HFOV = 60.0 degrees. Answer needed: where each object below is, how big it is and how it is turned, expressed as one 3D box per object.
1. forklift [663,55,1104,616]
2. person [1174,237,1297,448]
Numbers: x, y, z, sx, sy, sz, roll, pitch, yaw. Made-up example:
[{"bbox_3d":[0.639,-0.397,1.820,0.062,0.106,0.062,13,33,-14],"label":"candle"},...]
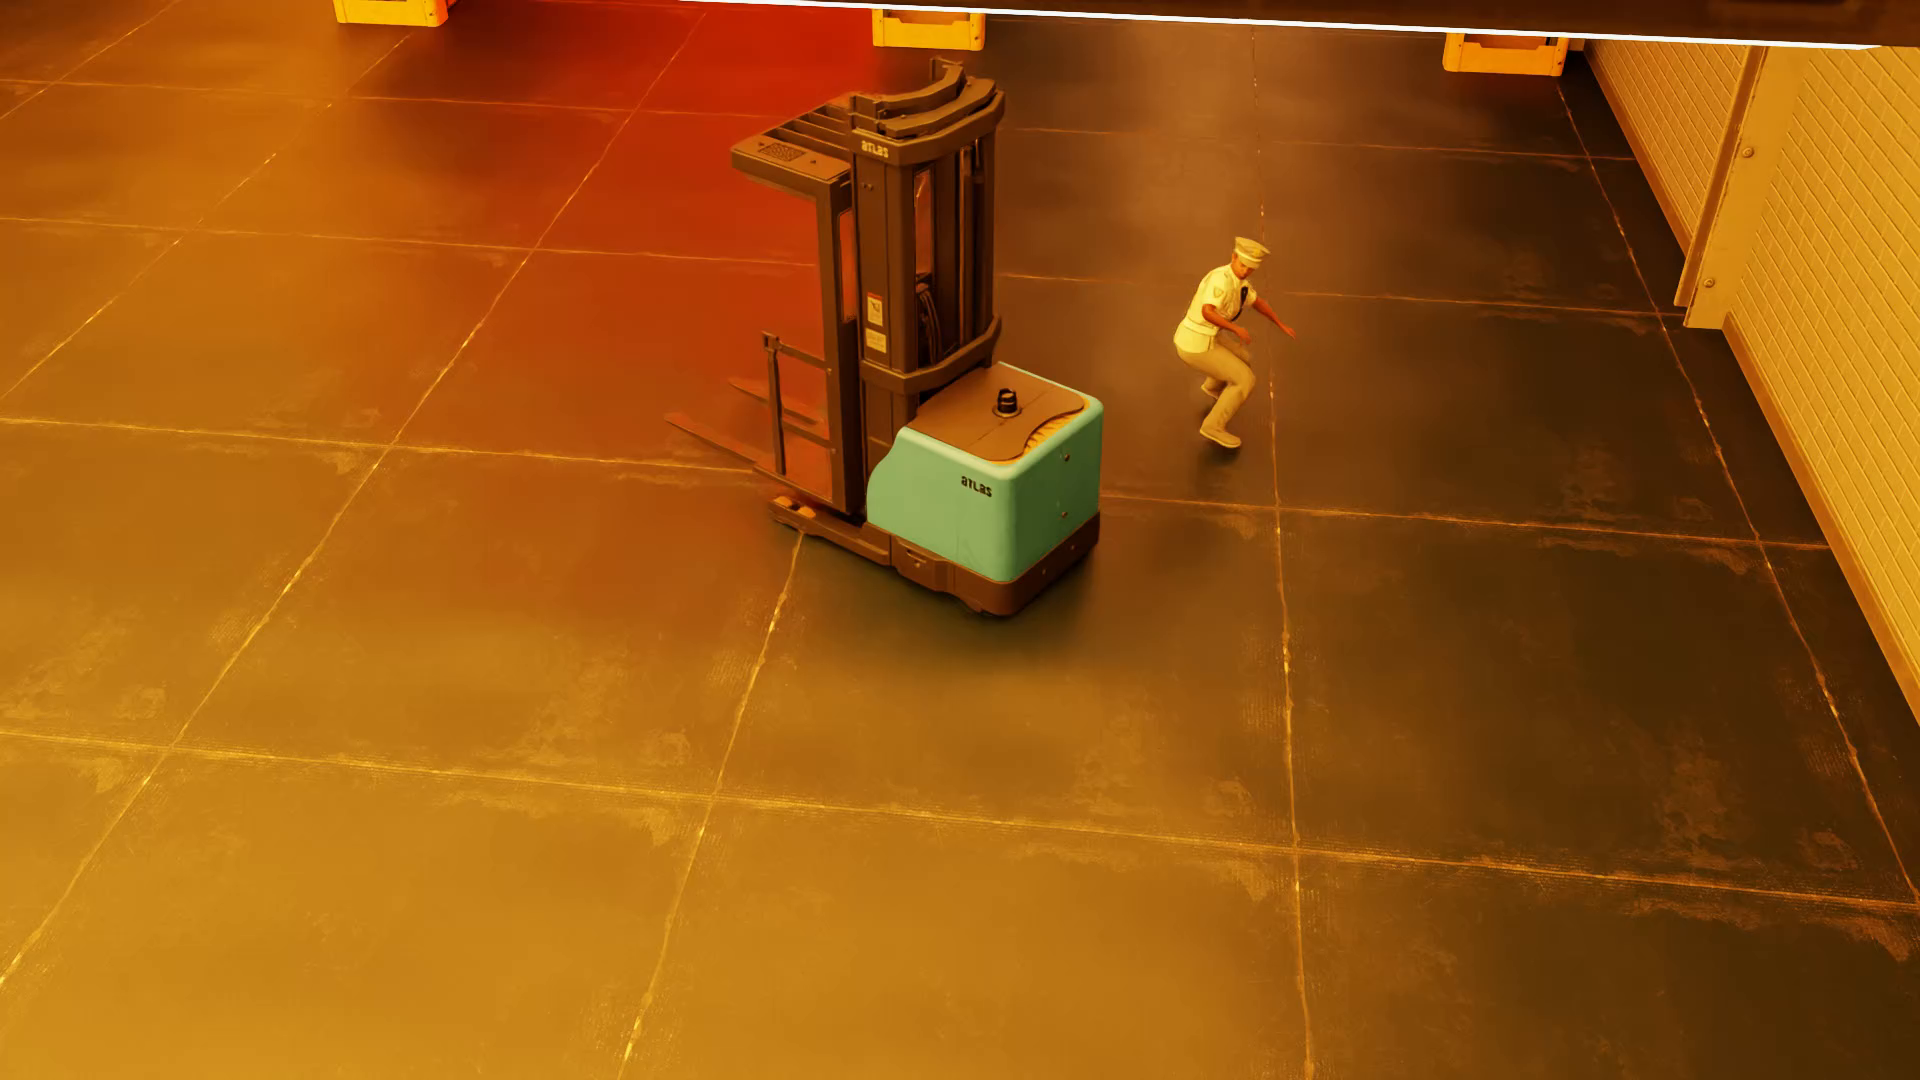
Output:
[{"bbox_3d":[-0.613,-1.445,9.991,3.031,2.935,1.130,24,43,29],"label":"forklift"},{"bbox_3d":[1.853,-1.355,11.188,0.811,1.452,0.793,8,37,11],"label":"person"}]
